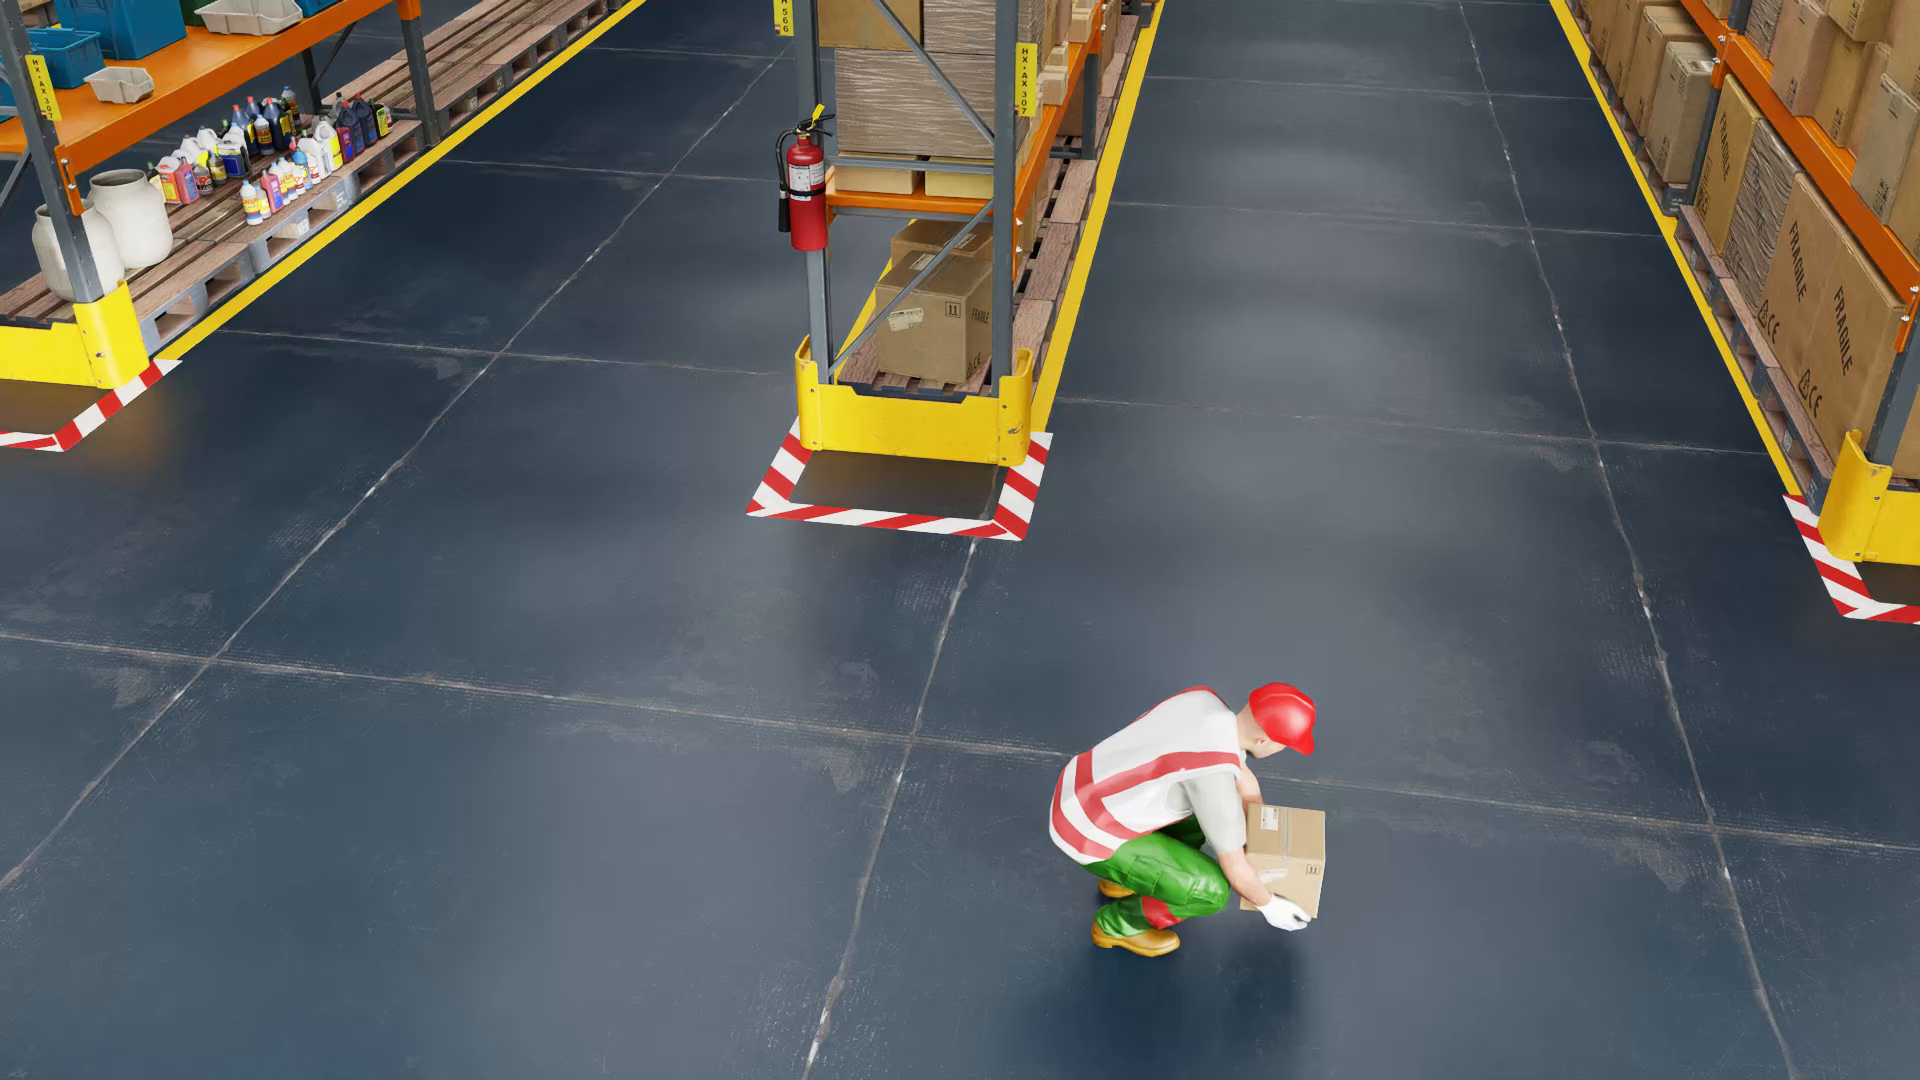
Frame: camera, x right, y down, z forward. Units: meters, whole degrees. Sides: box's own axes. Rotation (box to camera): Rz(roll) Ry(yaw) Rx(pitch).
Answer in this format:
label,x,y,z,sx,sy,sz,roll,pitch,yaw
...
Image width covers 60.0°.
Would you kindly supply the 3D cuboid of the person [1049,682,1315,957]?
label,x,y,z,sx,sy,sz,roll,pitch,yaw
person,0.738,0.877,5.473,0.875,0.991,0.570,5,32,8
